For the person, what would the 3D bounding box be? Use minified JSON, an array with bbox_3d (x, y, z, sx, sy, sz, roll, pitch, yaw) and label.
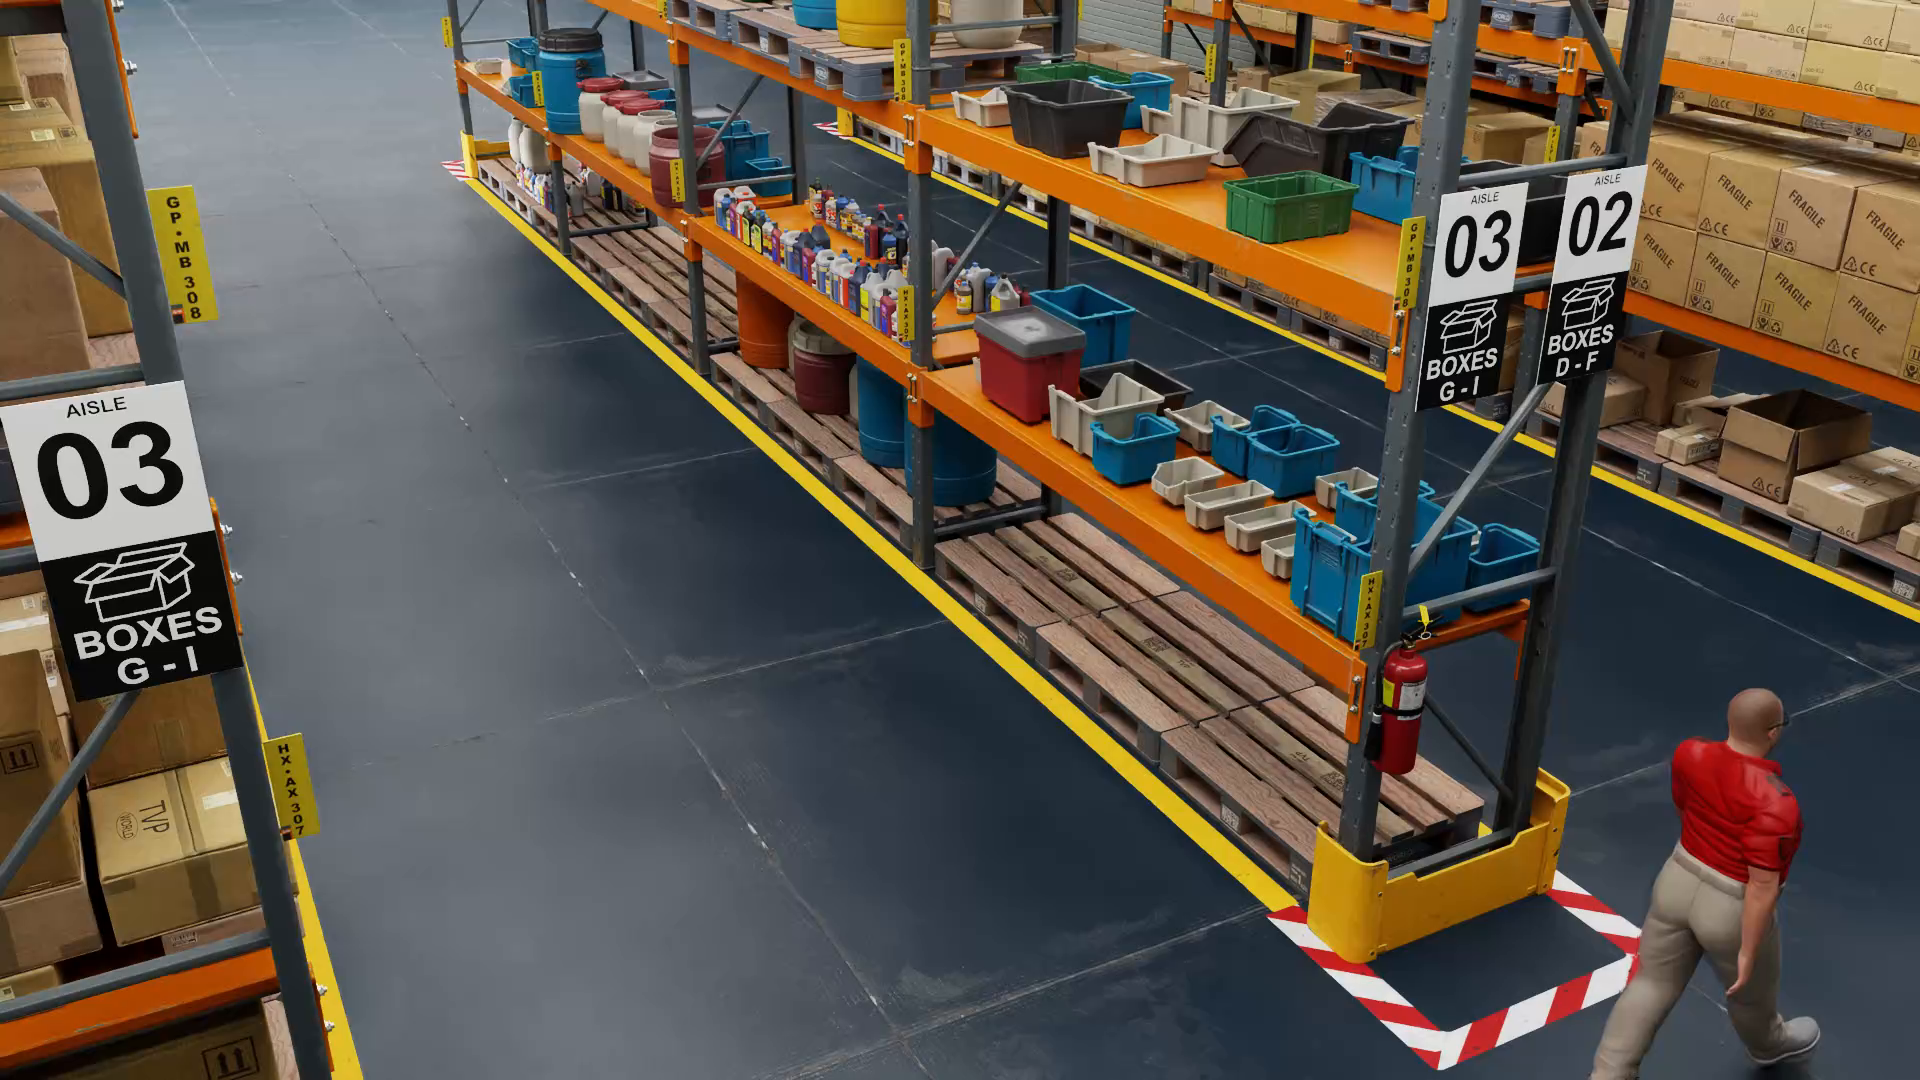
[{"bbox_3d":[2.782,1.261,5.959,1.035,1.673,0.565,-14,29,-26],"label":"person"}]
